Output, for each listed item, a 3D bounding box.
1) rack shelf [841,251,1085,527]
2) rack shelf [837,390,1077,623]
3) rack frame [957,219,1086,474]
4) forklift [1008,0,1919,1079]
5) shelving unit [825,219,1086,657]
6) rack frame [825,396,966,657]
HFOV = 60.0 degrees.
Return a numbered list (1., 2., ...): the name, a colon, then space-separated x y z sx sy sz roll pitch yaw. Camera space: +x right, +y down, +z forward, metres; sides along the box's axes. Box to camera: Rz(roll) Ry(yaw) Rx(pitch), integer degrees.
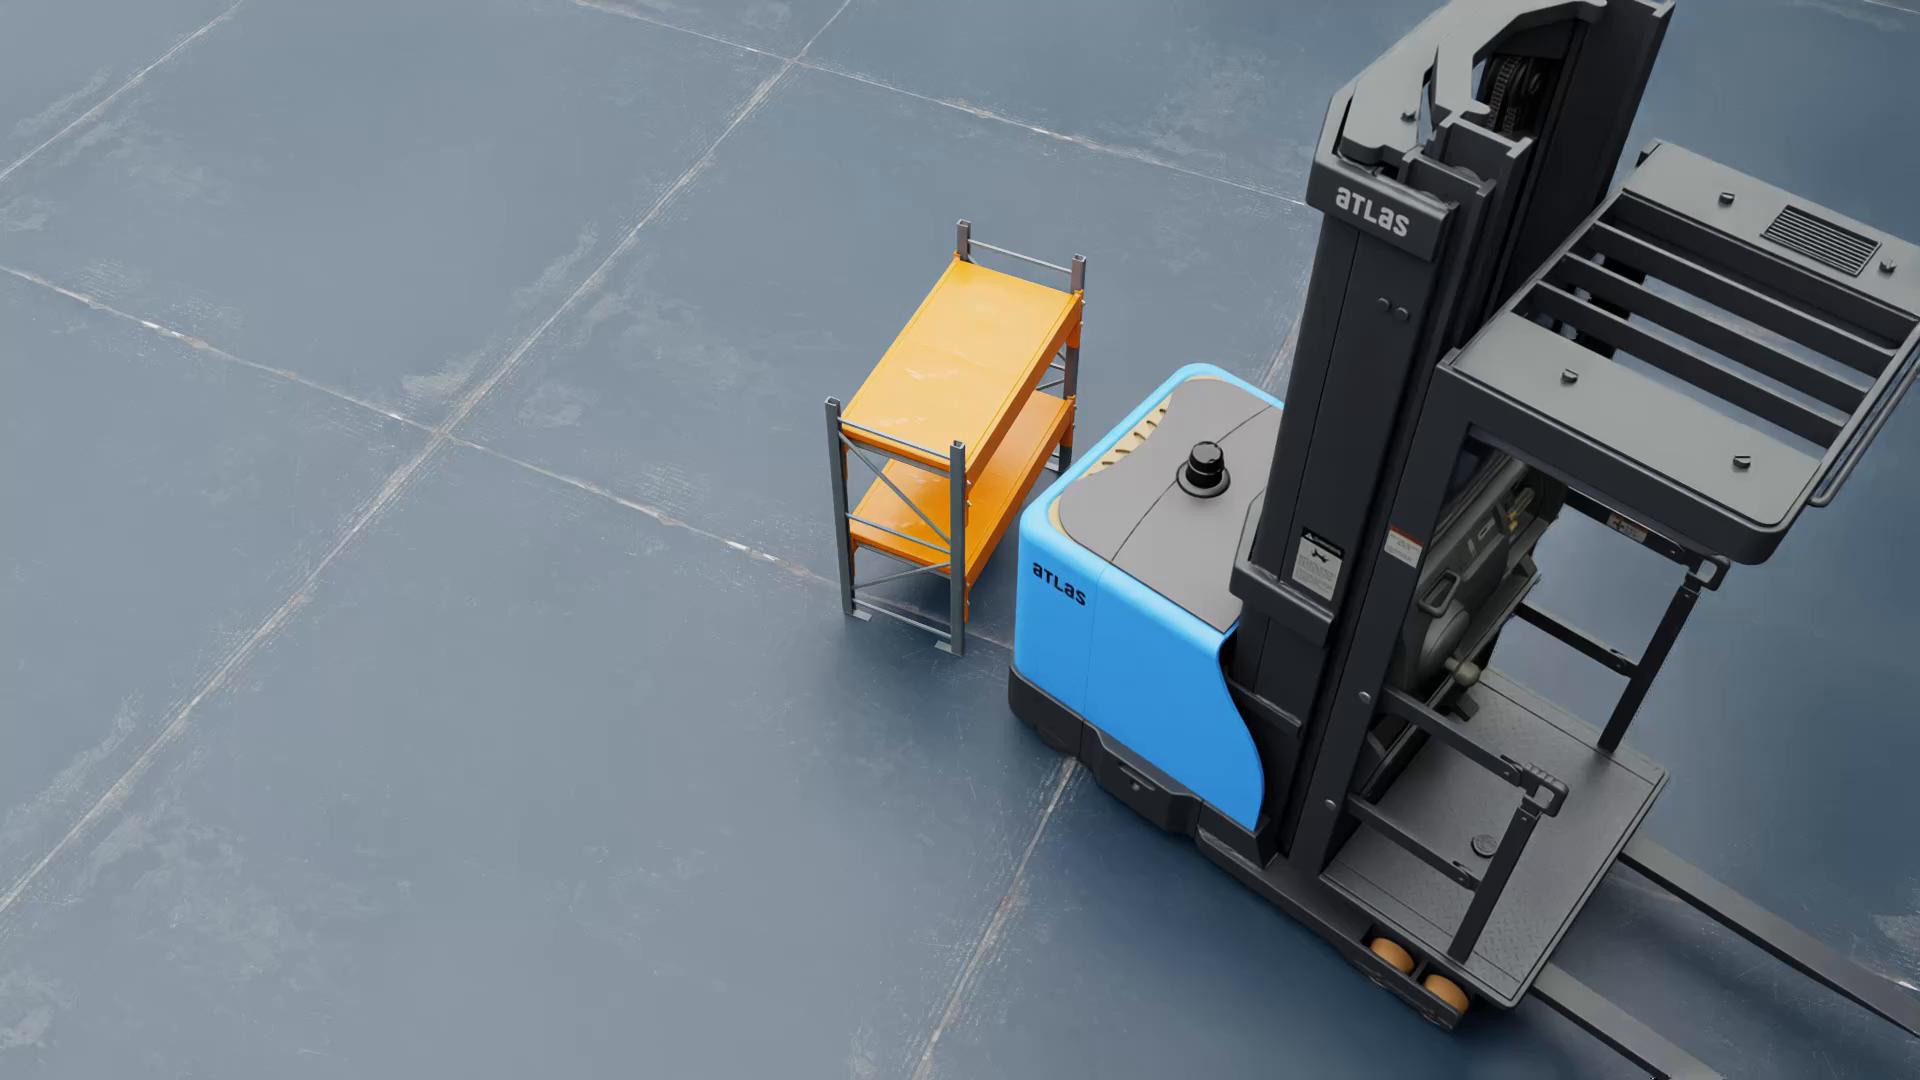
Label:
1. rack shelf: 0.003 -0.559 5.918 0.538 0.278 1.000 20 52 16
2. rack shelf: 0.003 -0.211 6.327 0.538 0.278 1.000 20 52 16
3. rack frame: 0.220 -0.719 6.439 0.500 1.125 0.032 20 52 16
4. forklift: 1.622 0.122 4.537 3.031 2.935 1.130 33 57 25
5. shelving unit: 0.003 -0.369 6.141 0.538 1.125 1.048 20 52 16
6. rack frame: -0.214 -0.019 5.843 0.500 1.125 0.032 20 52 16
